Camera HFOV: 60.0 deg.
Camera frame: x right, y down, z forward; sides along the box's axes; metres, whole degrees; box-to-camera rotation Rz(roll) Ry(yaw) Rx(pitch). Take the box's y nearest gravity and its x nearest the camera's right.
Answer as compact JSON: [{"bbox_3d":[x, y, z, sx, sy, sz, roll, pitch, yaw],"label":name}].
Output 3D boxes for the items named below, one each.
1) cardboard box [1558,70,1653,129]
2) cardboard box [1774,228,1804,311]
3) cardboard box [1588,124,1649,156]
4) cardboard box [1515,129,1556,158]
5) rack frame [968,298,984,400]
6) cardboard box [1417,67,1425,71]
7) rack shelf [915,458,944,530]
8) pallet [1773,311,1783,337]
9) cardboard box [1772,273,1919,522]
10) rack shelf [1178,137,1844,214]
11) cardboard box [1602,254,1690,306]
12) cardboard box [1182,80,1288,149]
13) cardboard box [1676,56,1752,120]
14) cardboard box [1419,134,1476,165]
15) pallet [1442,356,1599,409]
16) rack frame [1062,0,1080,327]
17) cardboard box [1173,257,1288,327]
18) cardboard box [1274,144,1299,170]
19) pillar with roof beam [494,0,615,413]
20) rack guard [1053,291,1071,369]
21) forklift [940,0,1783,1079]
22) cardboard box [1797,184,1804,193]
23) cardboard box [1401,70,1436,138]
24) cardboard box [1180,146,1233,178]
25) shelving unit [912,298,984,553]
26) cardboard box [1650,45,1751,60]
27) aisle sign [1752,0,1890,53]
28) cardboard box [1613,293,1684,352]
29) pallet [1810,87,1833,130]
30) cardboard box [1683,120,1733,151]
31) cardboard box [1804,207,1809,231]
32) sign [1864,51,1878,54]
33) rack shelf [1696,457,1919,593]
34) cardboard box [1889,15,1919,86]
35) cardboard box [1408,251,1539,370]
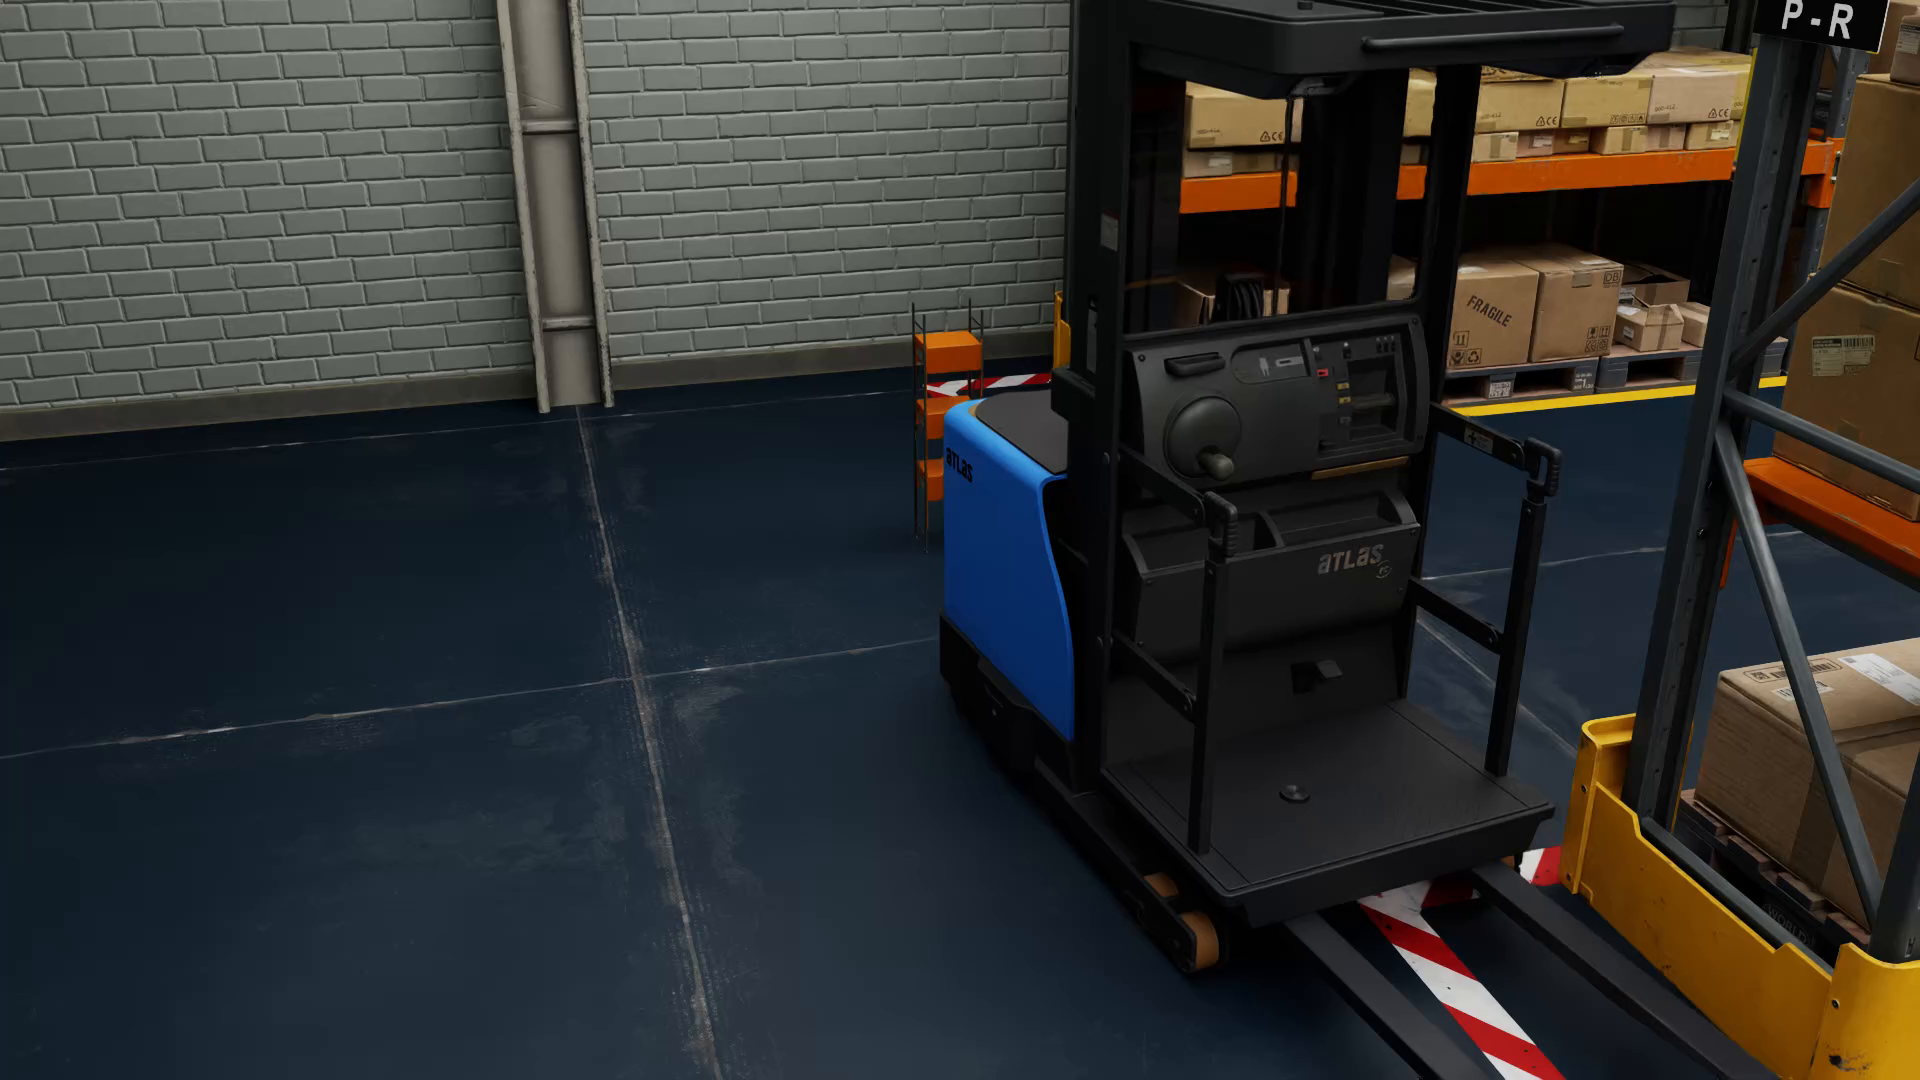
[{"bbox_3d":[3.219,-2.317,8.659,0.500,0.250,0.500,-6,24,-15],"label":"cardboard box"},{"bbox_3d":[5.133,-1.514,9.611,0.500,0.500,0.500,-5,24,-12],"label":"cardboard box"},{"bbox_3d":[3.380,-2.130,8.728,0.250,0.149,0.380,-7,24,-15],"label":"cardboard box"},{"bbox_3d":[2.877,-2.100,8.659,0.250,0.149,0.380,-6,24,-14],"label":"cardboard box"},{"bbox_3d":[0.066,-0.490,7.060,0.008,1.050,0.200,-6,24,-14],"label":"rack frame"},{"bbox_3d":[2.604,-2.456,8.982,0.500,0.250,0.500,-6,24,-14],"label":"cardboard box"},{"bbox_3d":[-0.052,-0.212,7.143,0.240,0.259,0.215,-6,24,-14],"label":"rack shelf"},{"bbox_3d":[5.379,-1.323,10.065,1.213,0.211,1.003,-6,24,-14],"label":"pallet"},{"bbox_3d":[2.492,-0.391,4.230,0.500,0.500,0.500,-6,24,-14],"label":"cardboard box"},{"bbox_3d":[2.680,-1.960,8.925,4.000,0.370,1.077,-6,24,-14],"label":"rack shelf"},{"bbox_3d":[3.906,-1.480,9.772,0.500,0.311,0.500,-5,24,-12],"label":"cardboard box"},{"bbox_3d":[1.264,-2.091,8.132,0.500,0.250,0.500,-6,24,-14],"label":"cardboard box"},{"bbox_3d":[4.182,-2.424,8.909,0.500,0.250,0.500,-6,24,-13],"label":"cardboard box"},{"bbox_3d":[2.399,-2.011,8.451,0.250,0.149,0.380,-7,24,-16],"label":"cardboard box"},{"bbox_3d":[2.768,-1.017,9.354,1.213,0.211,1.003,-6,24,-14],"label":"pallet"},{"bbox_3d":[0.755,-2.077,8.287,0.127,3.000,1.000,-6,24,-14],"label":"rack frame"},{"bbox_3d":[1.369,-1.152,8.764,0.637,0.503,0.797,-7,24,-16],"label":"cardboard box"},{"bbox_3d":[1.621,-1.978,8.375,0.250,0.149,0.380,-7,24,-15],"label":"cardboard box"},{"bbox_3d":[-0.922,-3.255,3.423,0.400,9.000,9.100,-6,24,-14],"label":"pillar with roof beam"},{"bbox_3d":[0.828,-0.937,8.799,0.348,0.500,1.175,-6,24,-14],"label":"rack guard"},{"bbox_3d":[0.979,-0.366,4.387,1.130,2.935,3.031,-10,25,-21],"label":"forklift"},{"bbox_3d":[5.134,-2.024,9.979,0.250,0.149,0.380,-6,24,-14],"label":"cardboard box"},{"bbox_3d":[2.237,-2.200,8.386,0.500,0.250,0.500,-7,24,-15],"label":"cardboard box"},{"bbox_3d":[1.145,-1.893,8.175,0.250,0.149,0.380,-6,24,-15],"label":"cardboard box"},{"bbox_3d":[-0.052,-0.477,7.030,0.252,1.050,0.215,-6,24,-14],"label":"shelving unit"},{"bbox_3d":[4.056,-2.621,9.367,0.500,0.250,0.500,-7,24,-15],"label":"cardboard box"},{"bbox_3d":[1.946,-1.498,3.640,0.004,0.787,0.394,-6,24,-14],"label":"aisle sign"},{"bbox_3d":[3.805,-1.231,9.249,0.258,0.266,0.396,-5,24,-12],"label":"cardboard box"},{"bbox_3d":[5.405,-2.459,9.419,1.213,0.211,1.003,-6,24,-14],"label":"pallet"},{"bbox_3d":[3.879,-2.185,8.857,0.250,0.149,0.380,-6,24,-13],"label":"cardboard box"},{"bbox_3d":[5.023,-1.783,9.416,0.250,0.149,0.380,-5,24,-12],"label":"cardboard box"},{"bbox_3d":[4.760,-2.696,8.631,0.005,0.325,0.100,-6,24,-14],"label":"sign"},{"bbox_3d":[4.025,-0.075,4.534,4.000,0.370,1.077,-6,24,-14],"label":"rack shelf"},{"bbox_3d":[2.391,-1.111,3.817,0.250,0.149,0.380,-6,24,-14],"label":"cardboard box"},{"bbox_3d":[2.739,-1.245,8.985,0.500,0.500,0.500,-6,24,-13],"label":"cardboard box"}]
